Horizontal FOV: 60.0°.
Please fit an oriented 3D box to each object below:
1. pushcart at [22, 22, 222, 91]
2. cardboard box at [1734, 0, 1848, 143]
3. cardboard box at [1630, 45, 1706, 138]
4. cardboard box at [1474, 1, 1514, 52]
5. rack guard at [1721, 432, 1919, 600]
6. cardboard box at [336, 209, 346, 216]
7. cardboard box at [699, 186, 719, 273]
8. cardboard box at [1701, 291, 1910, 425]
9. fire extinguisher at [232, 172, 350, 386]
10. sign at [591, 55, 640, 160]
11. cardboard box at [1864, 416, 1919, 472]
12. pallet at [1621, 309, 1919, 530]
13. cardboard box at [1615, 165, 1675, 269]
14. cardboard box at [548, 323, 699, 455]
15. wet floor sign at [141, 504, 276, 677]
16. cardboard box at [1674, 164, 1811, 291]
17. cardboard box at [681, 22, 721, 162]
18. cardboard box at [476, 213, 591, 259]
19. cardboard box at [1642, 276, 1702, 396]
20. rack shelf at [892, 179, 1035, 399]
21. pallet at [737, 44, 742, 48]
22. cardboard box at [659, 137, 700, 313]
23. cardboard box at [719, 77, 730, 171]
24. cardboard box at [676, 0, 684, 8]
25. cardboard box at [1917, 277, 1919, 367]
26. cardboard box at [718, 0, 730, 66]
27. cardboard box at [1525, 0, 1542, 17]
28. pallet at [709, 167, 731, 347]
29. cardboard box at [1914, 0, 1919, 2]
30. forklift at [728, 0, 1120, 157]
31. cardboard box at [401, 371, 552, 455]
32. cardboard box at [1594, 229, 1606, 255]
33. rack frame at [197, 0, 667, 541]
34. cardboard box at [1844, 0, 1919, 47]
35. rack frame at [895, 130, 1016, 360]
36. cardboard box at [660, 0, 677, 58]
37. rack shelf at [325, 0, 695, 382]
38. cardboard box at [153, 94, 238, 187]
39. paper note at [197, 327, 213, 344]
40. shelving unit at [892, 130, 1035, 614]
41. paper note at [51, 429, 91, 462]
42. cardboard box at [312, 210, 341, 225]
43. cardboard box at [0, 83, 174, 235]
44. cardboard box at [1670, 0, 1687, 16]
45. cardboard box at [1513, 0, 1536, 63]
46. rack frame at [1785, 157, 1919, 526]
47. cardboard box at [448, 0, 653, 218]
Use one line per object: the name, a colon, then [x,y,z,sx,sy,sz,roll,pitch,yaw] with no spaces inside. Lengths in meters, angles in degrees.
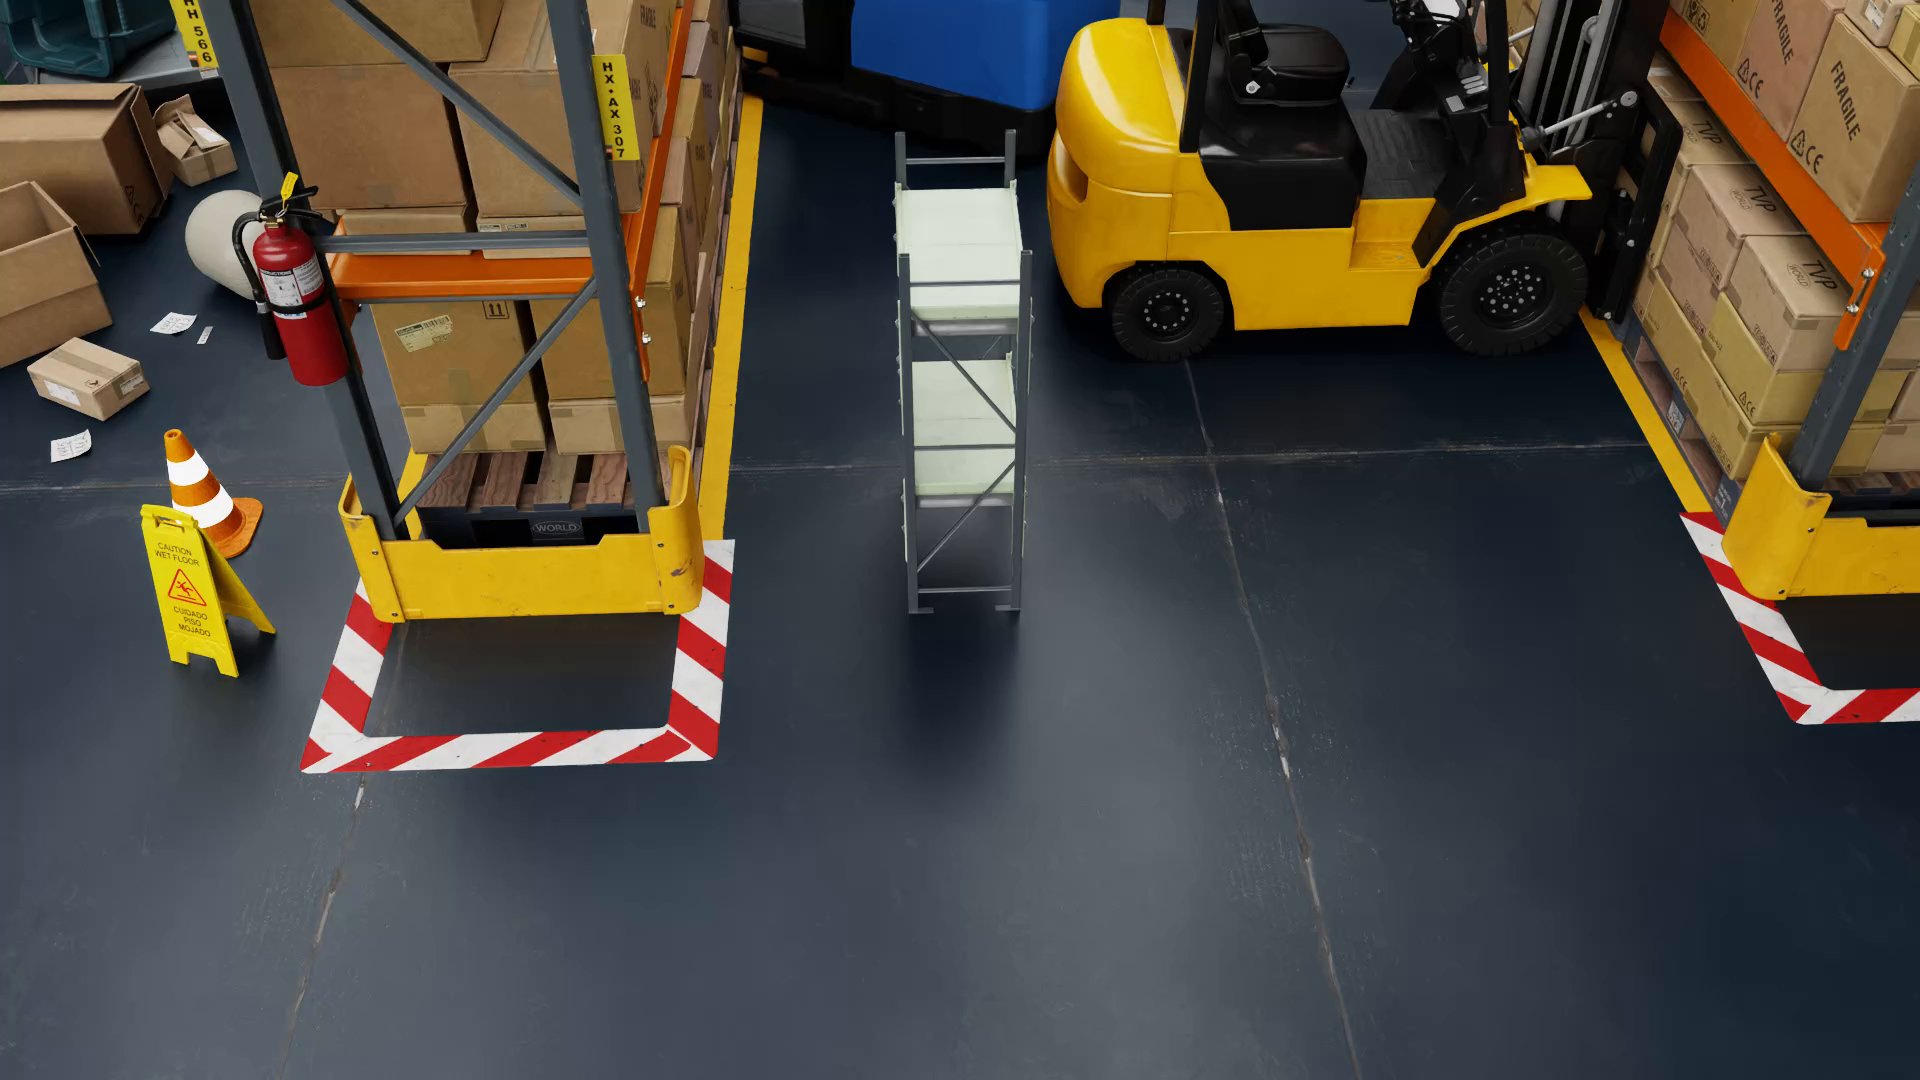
pushcart: [-3.969,-2.526,8.726,1.648,0.377,0.936,-16,45,-16]
cardboard box: [3.140,-1.748,5.864,0.500,0.500,0.500,0,43,0]
cardboard box: [3.032,-1.875,7.060,0.500,0.250,0.500,-2,43,-3]
cardboard box: [2.956,-2.542,8.527,0.500,0.250,0.500,-1,43,-1]
rack guard: [3.437,-0.099,5.988,1.175,0.500,0.348,-2,43,-2]
cardboard box: [-1.874,-1.213,5.539,0.380,0.149,0.250,-2,43,-2]
cardboard box: [-1.331,-1.298,7.170,0.500,0.250,0.500,1,43,1]
cardboard box: [3.103,-0.681,6.128,0.500,0.250,0.500,-2,43,-2]
fire extinguisher: [-1.979,-0.772,4.930,0.296,0.674,0.183,-2,43,-2]
sign: [-0.981,-1.226,4.727,0.100,0.325,0.005,-2,43,-2]
cardboard box: [3.611,-0.515,6.316,0.500,0.250,0.500,-1,43,-2]
pallet: [3.362,-0.524,6.665,1.003,0.211,1.213,-2,43,-2]
cardboard box: [3.050,-1.368,6.877,0.500,0.250,0.500,-3,43,-3]
cardboard box: [-1.281,-0.585,6.393,0.500,0.250,0.500,-2,43,-2]
wet floor sign: [-2.584,0.135,5.625,0.267,0.644,0.232,12,44,13]
cardboard box: [3.077,-1.193,6.315,0.500,0.250,0.500,-1,43,-1]
cardboard box: [-1.353,-1.930,7.305,0.500,0.500,0.500,0,43,0]
cardboard box: [-1.331,-1.034,5.344,0.380,0.149,0.250,-1,43,-2]
cardboard box: [3.089,-0.822,6.651,0.500,0.250,0.500,-2,43,-2]
rack shelf: [0.000,-0.836,5.475,0.431,0.370,0.720,-2,43,-2]
pallet: [-1.727,-3.089,9.464,1.003,0.211,1.213,-2,43,-2]
cardboard box: [-1.309,-1.230,6.542,0.500,0.500,0.500,-3,43,-3]
cardboard box: [-1.367,-1.982,7.917,0.500,0.250,0.500,-3,43,-3]
cardboard box: [-1.300,-2.259,6.680,0.380,0.149,0.250,-1,43,-1]
cardboard box: [3.605,-0.876,5.970,0.500,0.250,0.500,-2,43,-2]
cardboard box: [-1.400,-2.618,8.055,0.500,0.500,0.500,-2,43,-2]
cardboard box: [2.985,-2.565,7.813,0.500,0.250,0.500,-2,43,-2]
pallet: [-1.574,-1.286,7.497,1.003,0.211,1.213,-2,43,-2]
cardboard box: [3.169,-1.823,5.245,0.380,0.149,0.250,-2,43,-2]
forklift: [-0.706,-3.695,8.112,3.031,2.935,1.130,20,46,20]
cardboard box: [-1.827,-0.587,6.394,0.500,0.250,0.500,-2,43,-2]
cardboard box: [3.032,-1.510,7.401,0.500,0.250,0.500,0,43,0]
rack frame: [-1.523,-0.891,5.003,1.000,3.000,0.127,-2,43,-2]
cardboard box: [3.101,-1.710,5.342,0.380,0.149,0.250,-1,43,-1]
rack frame: [-0.015,-0.795,6.008,0.400,1.500,0.023,-2,43,-2]
cardboard box: [-1.314,-2.059,5.982,0.500,0.500,0.500,-2,43,-3]
rack shelf: [-1.608,-1.976,6.719,1.077,0.370,4.000,-2,43,-2]
cardboard box: [-3.803,-1.972,8.205,0.258,0.266,0.396,-32,51,-30]
paper note: [-3.274,-0.889,7.212,0.032,0.001,0.123,-2,43,-2]
shelving unit: [0.000,-0.548,5.738,0.431,1.500,0.755,-2,43,-2]
paper note: [-3.552,-0.378,6.640,0.148,0.019,0.142,-16,45,-16]
cardboard box: [-3.007,-1.909,7.961,0.500,0.500,0.500,27,49,27]
cardboard box: [-4.175,-1.765,7.703,0.797,0.637,0.503,-2,43,-2]
cardboard box: [3.086,-2.433,6.611,0.500,0.500,0.500,-1,43,-2]
cardboard box: [3.002,-2.387,7.988,0.500,0.250,0.500,-2,43,-2]
rack frame: [3.436,-1.036,5.161,1.000,3.000,0.127,-2,43,-2]
cardboard box: [-1.266,-1.366,5.226,0.500,0.500,0.500,-2,43,-2]
